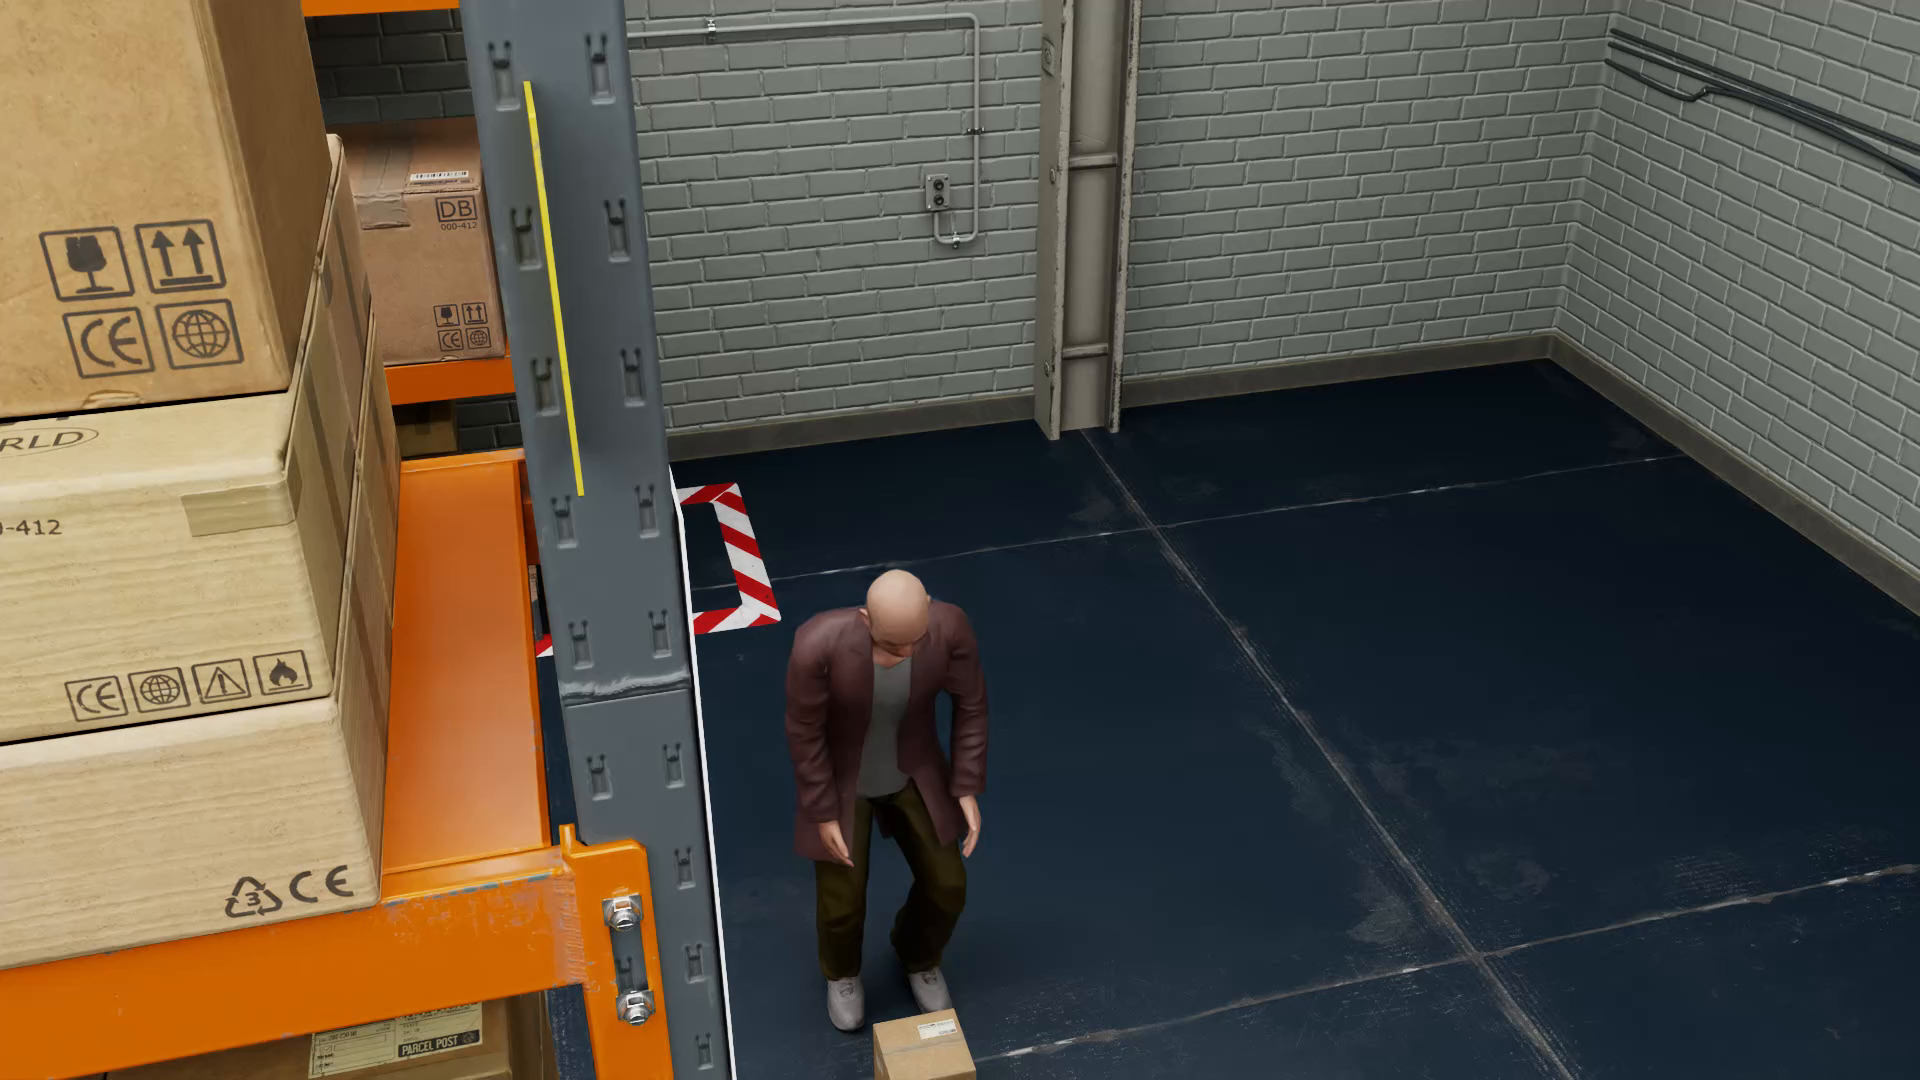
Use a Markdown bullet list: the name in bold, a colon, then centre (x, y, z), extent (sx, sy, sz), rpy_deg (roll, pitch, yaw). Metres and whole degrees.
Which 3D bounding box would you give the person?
- **person**: centre (-0.215, 0.737, 4.996), extent (0.611, 1.653, 0.522), rpy_deg (-7, 31, -12)
